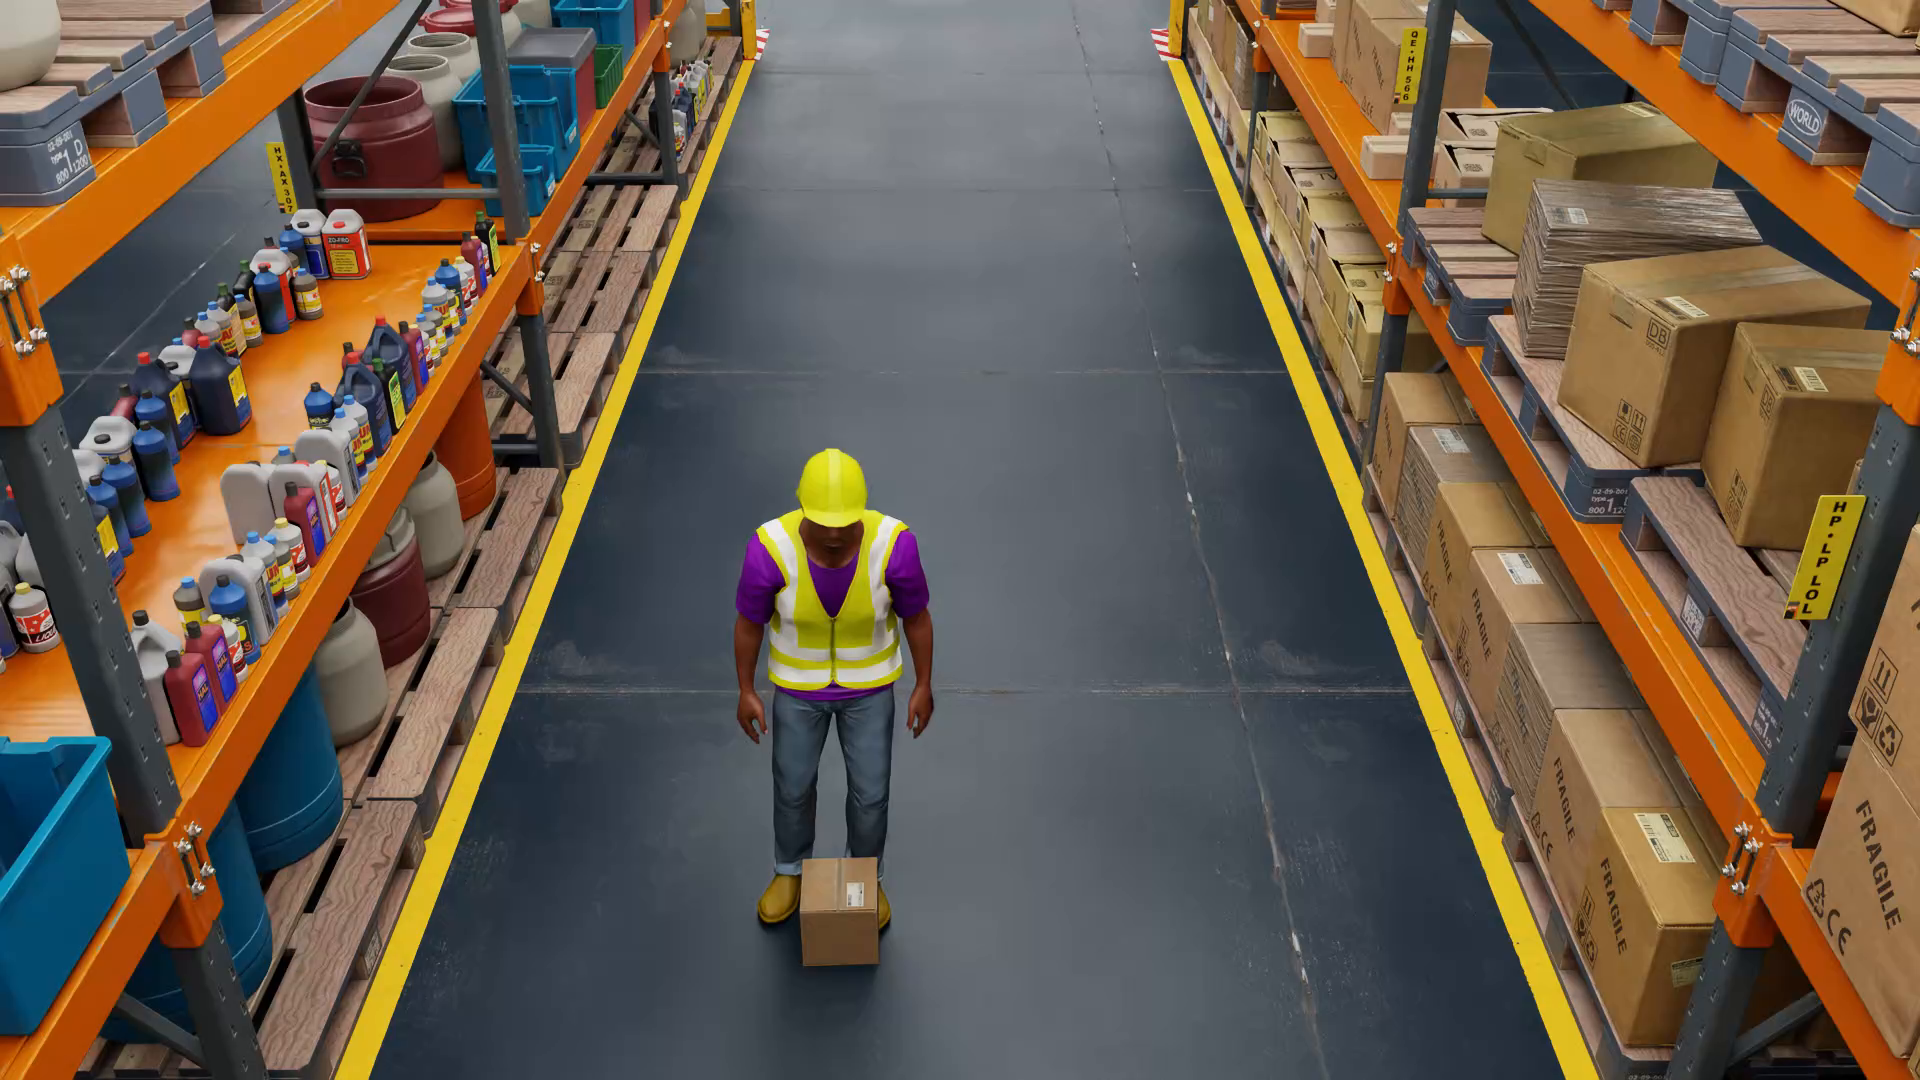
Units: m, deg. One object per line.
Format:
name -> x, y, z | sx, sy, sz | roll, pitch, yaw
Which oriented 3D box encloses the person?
person -> -0.400, 0.475, 5.336 | 0.636, 1.761, 0.454 | -2, 31, -3
